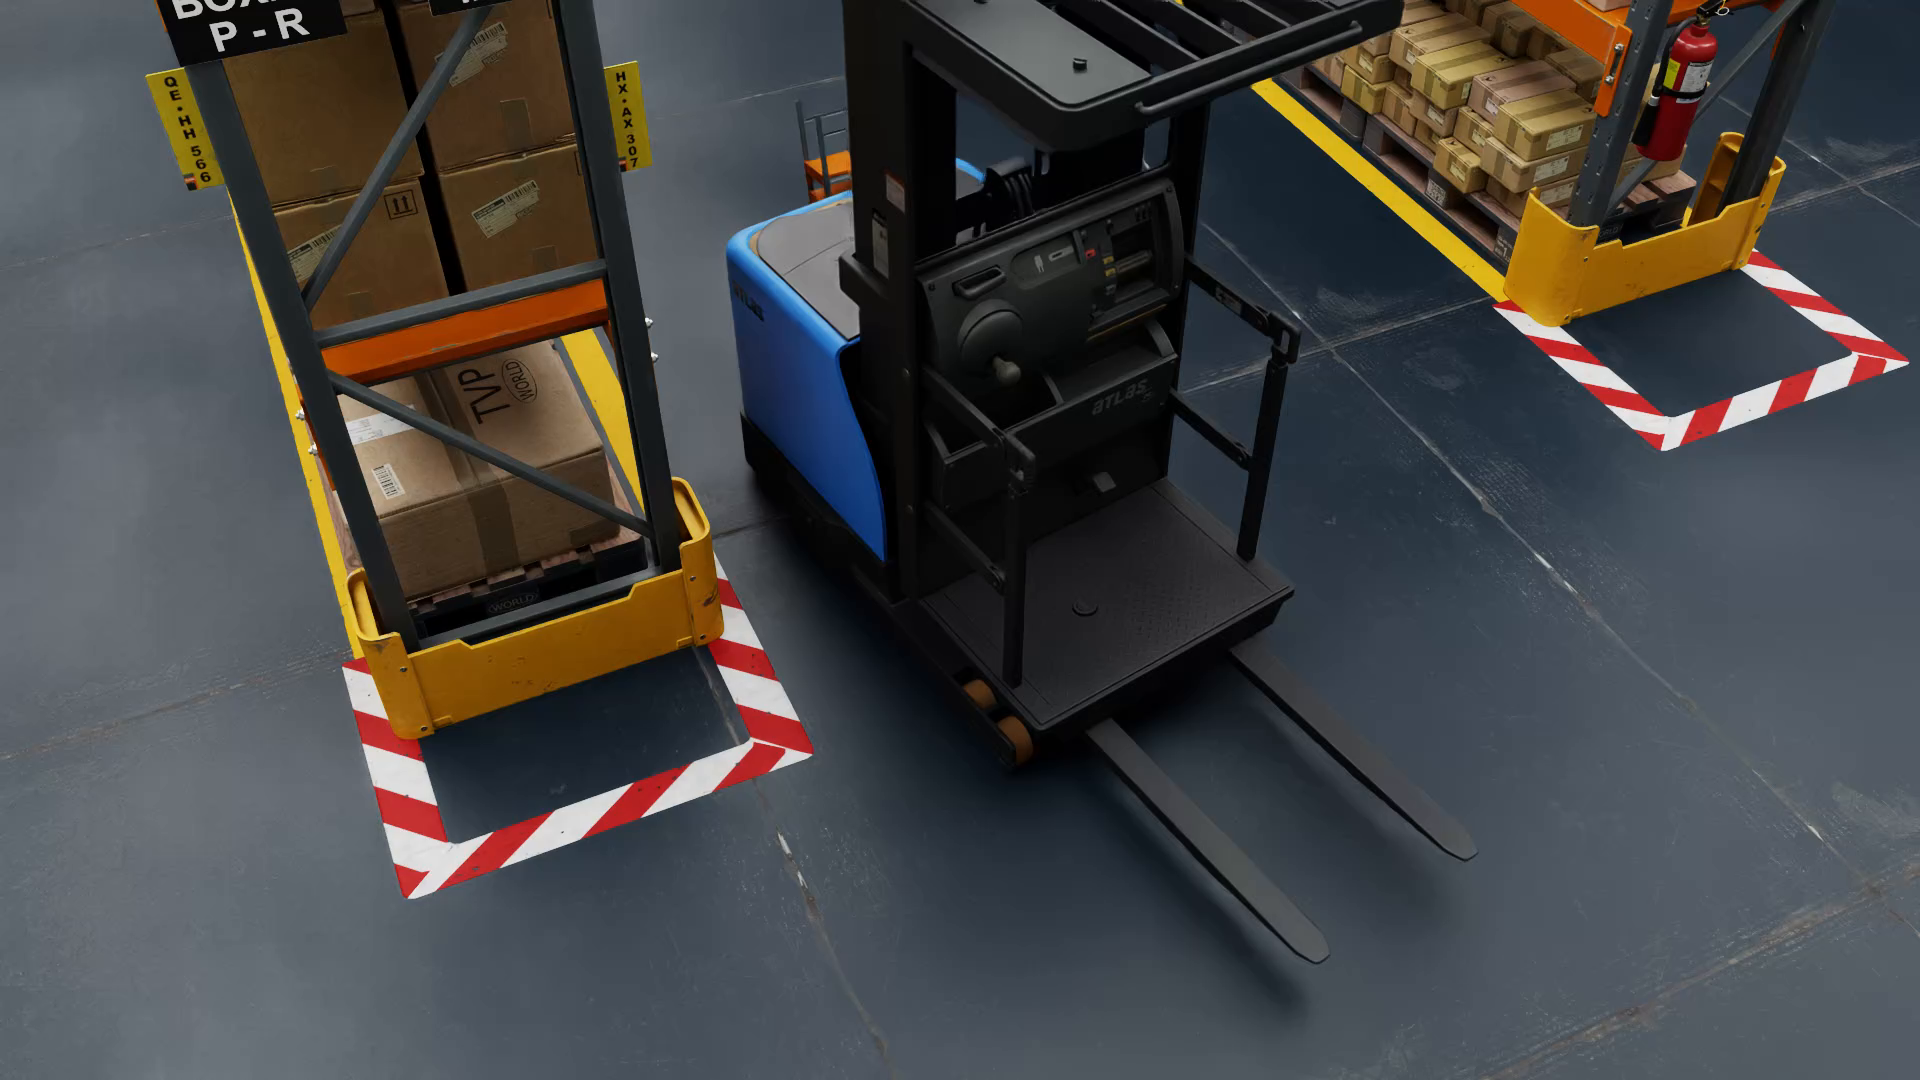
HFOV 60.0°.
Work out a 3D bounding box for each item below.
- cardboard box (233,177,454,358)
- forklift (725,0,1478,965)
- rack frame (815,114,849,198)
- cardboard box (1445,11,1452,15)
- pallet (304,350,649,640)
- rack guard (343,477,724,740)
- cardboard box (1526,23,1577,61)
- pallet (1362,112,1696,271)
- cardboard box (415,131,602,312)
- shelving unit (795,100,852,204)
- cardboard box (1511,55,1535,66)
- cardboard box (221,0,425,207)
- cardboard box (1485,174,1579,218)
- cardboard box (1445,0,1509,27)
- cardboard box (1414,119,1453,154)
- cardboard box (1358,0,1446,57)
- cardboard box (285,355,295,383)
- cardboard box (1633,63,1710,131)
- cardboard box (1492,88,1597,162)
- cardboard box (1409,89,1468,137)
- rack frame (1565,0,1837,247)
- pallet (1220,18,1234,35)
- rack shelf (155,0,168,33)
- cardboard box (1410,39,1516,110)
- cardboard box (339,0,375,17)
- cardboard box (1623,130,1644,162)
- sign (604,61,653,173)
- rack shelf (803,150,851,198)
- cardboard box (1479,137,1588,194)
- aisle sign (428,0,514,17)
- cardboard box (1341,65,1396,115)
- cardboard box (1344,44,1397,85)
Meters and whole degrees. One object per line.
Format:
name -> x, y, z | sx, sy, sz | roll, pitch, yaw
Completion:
cardboard box -> -1.874, -0.944, 5.000 | 0.500, 0.500, 0.500 | -18, 47, -17
forklift -> 0.417, -0.687, 4.859 | 1.130, 2.935, 3.031 | -26, 50, -24
rack frame -> -0.375, -1.109, 6.484 | 0.240, 1.200, 0.006 | -21, 38, -20
cardboard box -> 2.576, -2.513, 8.180 | 0.380, 0.149, 0.250 | -20, 48, -19
pallet -> -1.838, -0.173, 6.275 | 1.003, 0.211, 1.213 | -18, 47, -17
rack guard -> -1.421, 0.226, 5.665 | 1.175, 0.500, 0.348 | -18, 47, -17
cardboard box -> 2.891, -2.324, 7.777 | 0.380, 0.149, 0.250 | -18, 47, -18
pallet -> 2.676, -1.789, 7.913 | 1.003, 0.211, 1.213 | -18, 47, -17
cardboard box -> -1.372, -1.105, 5.163 | 0.500, 0.500, 0.500 | -18, 48, -18
shelving unit -> -0.417, -1.152, 6.553 | 0.258, 1.200, 0.189 | -21, 38, -20
cardboard box -> 2.783, -2.176, 7.839 | 0.380, 0.149, 0.250 | -17, 47, -17
cardboard box -> -1.850, -1.307, 4.656 | 0.500, 0.500, 0.500 | -17, 47, -16
cardboard box -> 2.607, -1.614, 7.481 | 0.380, 0.149, 0.250 | -17, 47, -17
cardboard box -> 2.603, -2.637, 8.095 | 0.380, 0.149, 0.250 | -16, 47, -16
cardboard box -> 2.374, -1.941, 7.813 | 0.380, 0.149, 0.250 | -18, 47, -18
cardboard box -> 2.073, -2.457, 7.912 | 0.380, 0.149, 0.250 | -16, 47, -16
cardboard box -> -2.192, -0.888, 6.540 | 0.875, 0.438, 0.875 | -17, 47, -16
cardboard box -> 3.106, -1.986, 7.434 | 0.380, 0.149, 0.250 | -20, 48, -19
cardboard box -> 2.565, -1.814, 7.260 | 0.380, 0.149, 0.250 | -18, 47, -17
cardboard box -> 2.317, -2.028, 7.689 | 0.380, 0.149, 0.250 | -20, 48, -19
rack frame -> 3.018, -2.205, 6.349 | 1.000, 3.000, 0.127 | -18, 47, -17
pallet -> 1.650, -3.344, 9.489 | 1.003, 0.211, 1.213 | -18, 47, -17
rack shelf -> -2.272, -2.765, 5.293 | 1.077, 0.370, 4.000 | -18, 47, -17
cardboard box -> 2.287, -2.119, 7.569 | 0.380, 0.149, 0.250 | -19, 48, -18
cardboard box -> -1.764, -1.471, 4.360 | 0.380, 0.149, 0.250 | -17, 47, -17
cardboard box -> 3.030, -1.855, 7.514 | 0.380, 0.149, 0.250 | -16, 47, -16
sign -> -0.925, -1.175, 4.633 | 0.100, 0.325, 0.005 | -18, 47, -17
rack shelf -> -0.444, -1.409, 6.371 | 0.258, 0.103, 0.180 | -21, 38, -20
cardboard box -> 2.537, -1.698, 7.354 | 0.380, 0.149, 0.250 | -19, 48, -18
aisle sign -> -1.138, -1.644, 3.930 | 0.394, 0.787, 0.004 | -18, 47, -17
cardboard box -> 2.094, -2.239, 8.114 | 0.380, 0.149, 0.250 | -20, 48, -19
cardboard box -> 2.087, -2.355, 8.020 | 0.380, 0.149, 0.250 | -17, 47, -17
